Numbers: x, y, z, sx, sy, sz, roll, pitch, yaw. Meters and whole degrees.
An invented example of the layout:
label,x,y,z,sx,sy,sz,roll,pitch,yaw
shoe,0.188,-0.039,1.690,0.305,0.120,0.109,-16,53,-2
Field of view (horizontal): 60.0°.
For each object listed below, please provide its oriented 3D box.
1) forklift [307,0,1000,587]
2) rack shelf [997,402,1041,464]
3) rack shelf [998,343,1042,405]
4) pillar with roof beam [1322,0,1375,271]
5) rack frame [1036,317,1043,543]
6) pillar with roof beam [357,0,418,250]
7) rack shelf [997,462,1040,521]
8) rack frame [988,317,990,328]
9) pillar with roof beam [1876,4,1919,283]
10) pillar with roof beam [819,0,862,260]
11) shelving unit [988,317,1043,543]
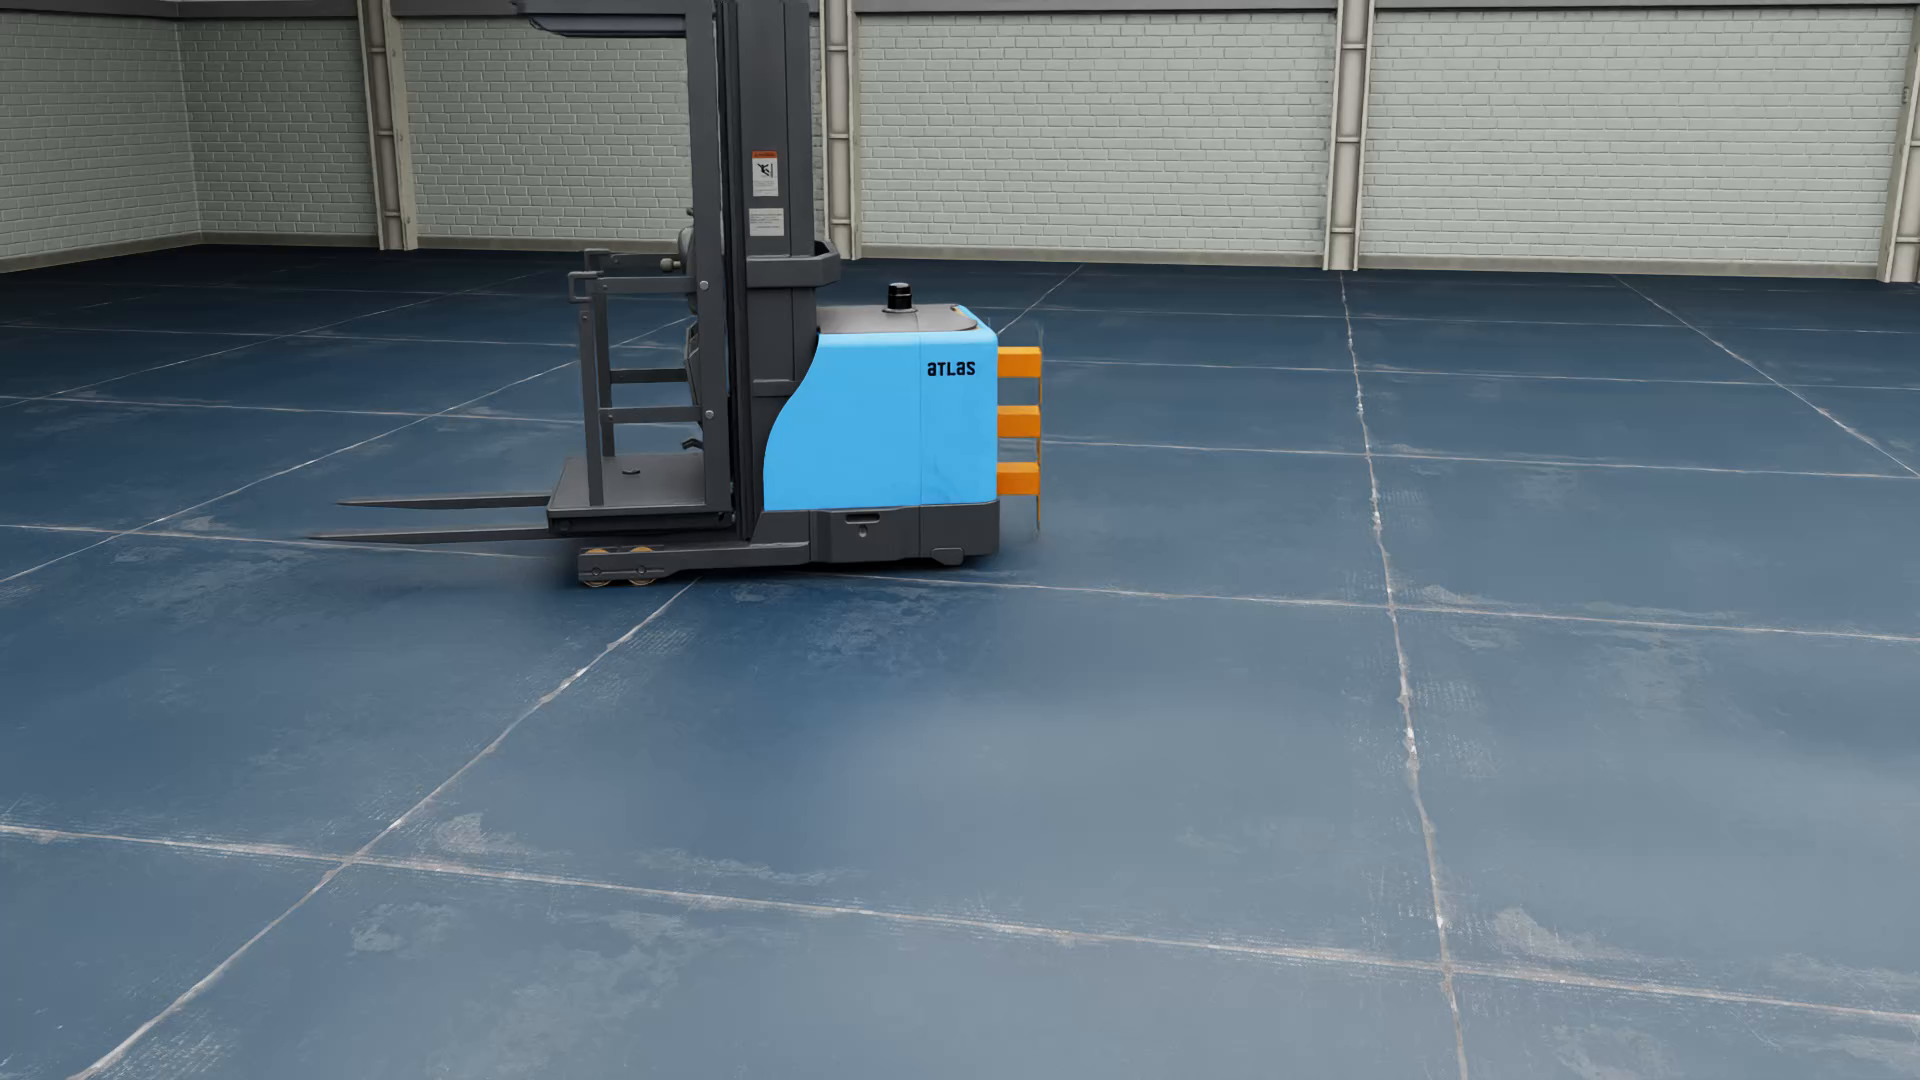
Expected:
label,x,y,z,sx,sy,sz,roll,pitch,yaw
forklift,-1.382,-1.357,7.401,3.031,2.935,1.130,-2,16,-8
rack shelf,0.257,-0.509,7.903,0.240,0.259,0.215,0,15,0
rack shelf,0.257,-0.782,7.827,0.240,0.259,0.215,0,15,0
pillar with roof beam,3.579,-6.376,14.151,0.400,9.000,9.100,3,16,11
rack frame,0.379,-0.520,7.901,0.008,1.050,0.200,0,15,0
pillar with roof beam,-8.180,-7.014,16.456,0.400,9.000,9.100,3,16,11
rack shelf,0.257,-0.241,7.977,0.240,0.259,0.215,0,15,0
rack frame,0.135,-0.519,7.899,0.008,1.050,0.200,0,15,0
pillar with roof beam,9.459,-6.056,12.999,0.400,9.000,9.100,3,16,11
pillar with roof beam,-2.301,-6.695,15.303,0.400,9.000,9.100,3,16,11
shelving unit,0.257,-0.519,7.900,0.252,1.050,0.215,0,15,0
